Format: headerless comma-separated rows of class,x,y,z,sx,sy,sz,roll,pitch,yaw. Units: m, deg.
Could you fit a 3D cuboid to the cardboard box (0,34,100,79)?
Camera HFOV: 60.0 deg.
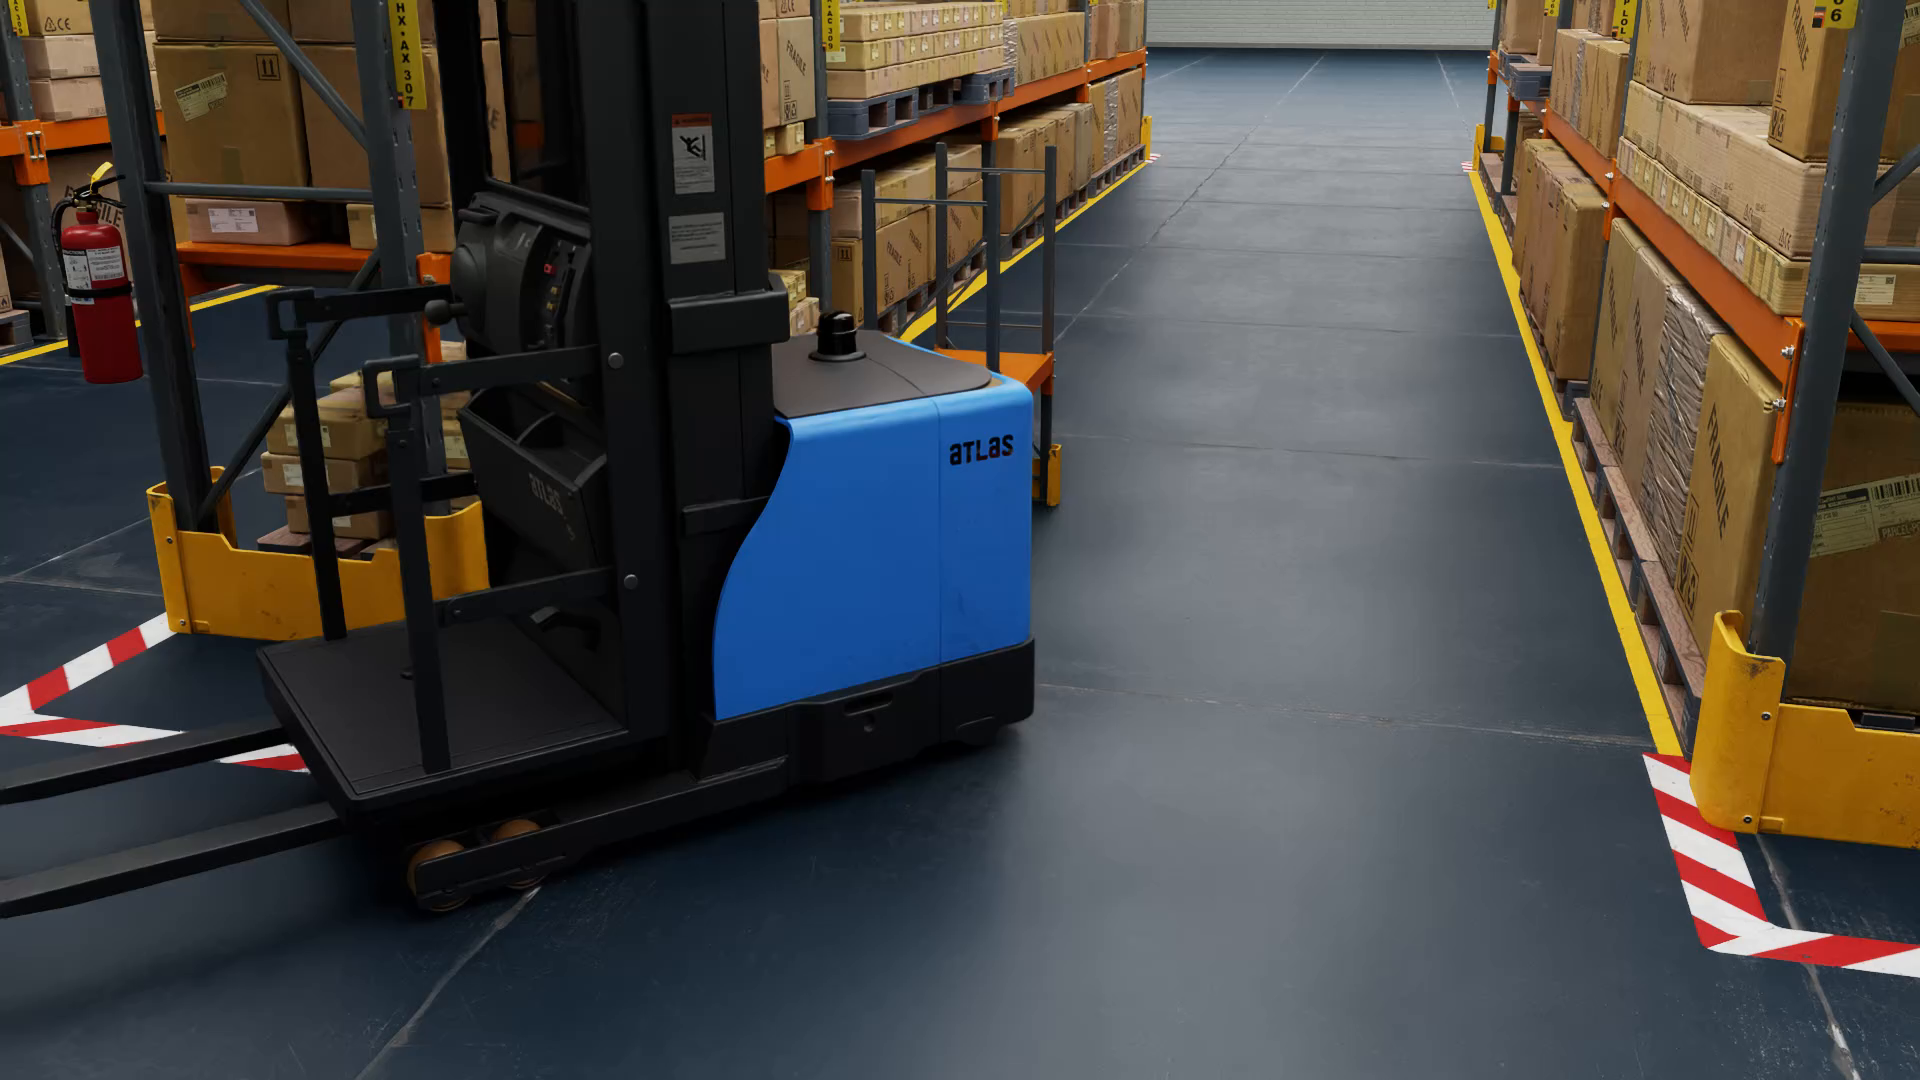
cardboard box,-5.647,-2.983,10.238,0.500,0.250,0.500,4,19,12

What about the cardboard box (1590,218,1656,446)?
cardboard box,3.343,-0.912,7.353,0.875,0.875,0.875,5,19,13

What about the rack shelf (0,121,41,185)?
rack shelf,-6.517,-1.734,8.237,1.077,0.370,4.000,5,19,13

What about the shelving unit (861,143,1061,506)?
shelving unit,0.019,-0.734,6.515,0.587,1.500,1.083,5,19,13

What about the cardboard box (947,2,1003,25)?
cardboard box,0.099,-3.767,11.896,0.380,0.149,0.250,4,19,11

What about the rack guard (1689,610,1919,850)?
rack guard,2.598,0.525,4.376,1.175,0.500,0.348,5,19,13

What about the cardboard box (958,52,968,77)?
cardboard box,-0.154,-3.164,11.050,0.380,0.149,0.250,4,19,11

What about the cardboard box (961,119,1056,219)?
cardboard box,0.220,-3.188,14.212,1.050,0.750,0.750,5,19,14

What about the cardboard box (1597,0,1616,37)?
cardboard box,4.203,-3.263,9.892,0.797,0.503,0.637,5,20,15

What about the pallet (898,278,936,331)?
pallet,-0.719,-1.650,11.193,1.003,0.211,1.213,5,19,13

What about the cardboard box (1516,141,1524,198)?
cardboard box,5.365,-3.261,14.780,0.700,0.500,0.500,3,19,9

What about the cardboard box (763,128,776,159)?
cardboard box,-1.127,-1.947,8.136,0.380,0.149,0.250,5,20,16

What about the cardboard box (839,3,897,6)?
cardboard box,-0.654,-3.667,11.601,0.380,0.149,0.250,5,19,13

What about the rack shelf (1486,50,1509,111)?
rack shelf,6.025,-4.713,16.957,1.077,0.370,4.000,5,19,13

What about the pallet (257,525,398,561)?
pallet,-1.929,-0.045,6.491,1.003,0.211,1.213,5,19,13

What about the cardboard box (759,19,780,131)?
cardboard box,-1.176,-2.194,7.855,0.500,0.500,0.500,4,19,12

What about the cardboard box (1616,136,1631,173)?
cardboard box,3.187,-1.733,7.511,0.380,0.149,0.250,5,19,14

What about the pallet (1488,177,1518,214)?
pallet,5.666,-3.320,16.081,1.003,0.211,1.213,5,19,13

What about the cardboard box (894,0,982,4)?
cardboard box,-0.107,-4.256,12.807,0.700,0.500,0.500,5,19,13

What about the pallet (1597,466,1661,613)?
pallet,3.024,0.017,6.313,1.003,0.211,1.213,5,19,13

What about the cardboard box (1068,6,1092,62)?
cardboard box,0.830,-5.037,16.562,0.875,0.550,0.550,5,19,13

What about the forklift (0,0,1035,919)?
forklift,-1.294,-0.679,4.140,3.031,2.935,1.130,-12,22,-31

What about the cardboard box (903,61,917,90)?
cardboard box,-0.472,-2.753,9.846,0.380,0.149,0.250,5,19,14

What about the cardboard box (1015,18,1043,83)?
cardboard box,0.390,-4.080,13.838,0.500,0.500,0.500,5,19,13

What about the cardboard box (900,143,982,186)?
cardboard box,-0.139,-2.732,12.101,0.500,0.250,0.500,4,19,12

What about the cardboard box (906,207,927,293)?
cardboard box,-0.523,-1.900,10.827,0.500,0.500,0.500,5,19,14

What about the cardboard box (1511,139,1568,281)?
cardboard box,4.370,-2.151,10.982,1.225,0.875,0.875,4,19,11

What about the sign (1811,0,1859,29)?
sign,2.081,-1.372,3.907,0.100,0.325,0.005,5,19,13

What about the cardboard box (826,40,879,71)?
cardboard box,-0.661,-2.650,9.084,0.380,0.149,0.250,5,19,14

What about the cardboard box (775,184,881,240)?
cardboard box,-0.767,-1.924,9.736,0.500,0.250,0.500,4,19,11

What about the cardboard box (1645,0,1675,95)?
cardboard box,3.089,-2.060,6.689,0.500,0.500,0.500,5,19,13

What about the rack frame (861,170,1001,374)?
rack frame,-0.103,-0.577,6.057,0.500,1.500,0.032,5,19,13

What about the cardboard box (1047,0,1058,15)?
cardboard box,0.512,-5.053,15.138,0.700,0.500,0.500,4,19,12

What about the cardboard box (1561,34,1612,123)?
cardboard box,3.931,-2.766,9.991,0.500,0.500,0.500,4,19,12

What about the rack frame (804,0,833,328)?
rack frame,-1.203,-2.342,8.904,1.000,3.000,0.127,5,19,13

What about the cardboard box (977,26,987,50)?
cardboard box,-0.031,-3.459,11.453,0.380,0.149,0.250,5,20,15

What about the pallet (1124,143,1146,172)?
pallet,1.609,-4.527,19.615,1.003,0.211,1.213,5,19,13

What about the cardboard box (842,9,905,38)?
cardboard box,-0.534,-2.959,9.528,0.380,0.149,0.250,5,19,14

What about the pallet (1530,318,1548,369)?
pallet,3.993,-1.231,9.964,1.003,0.211,1.213,5,19,13

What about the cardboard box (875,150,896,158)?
cardboard box,-0.753,-2.611,11.748,0.500,0.250,0.500,4,19,13

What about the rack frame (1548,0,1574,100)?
rack frame,4.559,-3.173,11.335,1.000,3.000,0.127,5,19,13

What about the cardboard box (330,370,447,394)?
cardboard box,-2.240,-0.571,6.559,0.380,0.149,0.250,4,19,12

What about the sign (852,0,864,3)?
sign,-0.765,-4.187,12.513,0.100,0.325,0.005,5,19,13

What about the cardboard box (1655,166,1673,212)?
cardboard box,2.870,-1.327,6.321,0.380,0.149,0.250,5,19,14

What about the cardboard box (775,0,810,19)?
cardboard box,-1.056,-2.835,8.184,0.500,0.500,0.500,4,19,11

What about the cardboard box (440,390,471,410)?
cardboard box,-1.773,-0.453,6.213,0.380,0.149,0.250,5,19,14

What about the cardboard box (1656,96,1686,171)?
cardboard box,2.965,-1.544,6.338,0.500,0.250,0.500,5,20,15

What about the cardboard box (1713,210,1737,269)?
cardboard box,2.558,-0.923,5.137,0.380,0.149,0.250,5,19,14

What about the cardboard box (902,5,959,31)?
cardboard box,-0.219,-3.362,10.710,0.380,0.149,0.250,6,20,16

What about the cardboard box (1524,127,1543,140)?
cardboard box,5.805,-3.744,16.227,0.500,0.500,0.500,12,22,31

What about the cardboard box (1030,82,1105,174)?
cardboard box,0.973,-4.235,17.082,0.875,0.875,0.875,5,19,14

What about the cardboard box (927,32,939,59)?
cardboard box,-0.345,-3.062,10.289,0.380,0.149,0.250,4,19,12

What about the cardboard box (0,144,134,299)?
cardboard box,-5.954,-2.095,10.819,0.875,0.875,0.875,5,20,15

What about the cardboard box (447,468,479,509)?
cardboard box,-1.804,-0.223,6.000,0.380,0.149,0.250,5,20,16

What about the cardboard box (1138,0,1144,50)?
cardboard box,1.682,-6.054,19.541,0.875,0.550,0.550,5,19,13
